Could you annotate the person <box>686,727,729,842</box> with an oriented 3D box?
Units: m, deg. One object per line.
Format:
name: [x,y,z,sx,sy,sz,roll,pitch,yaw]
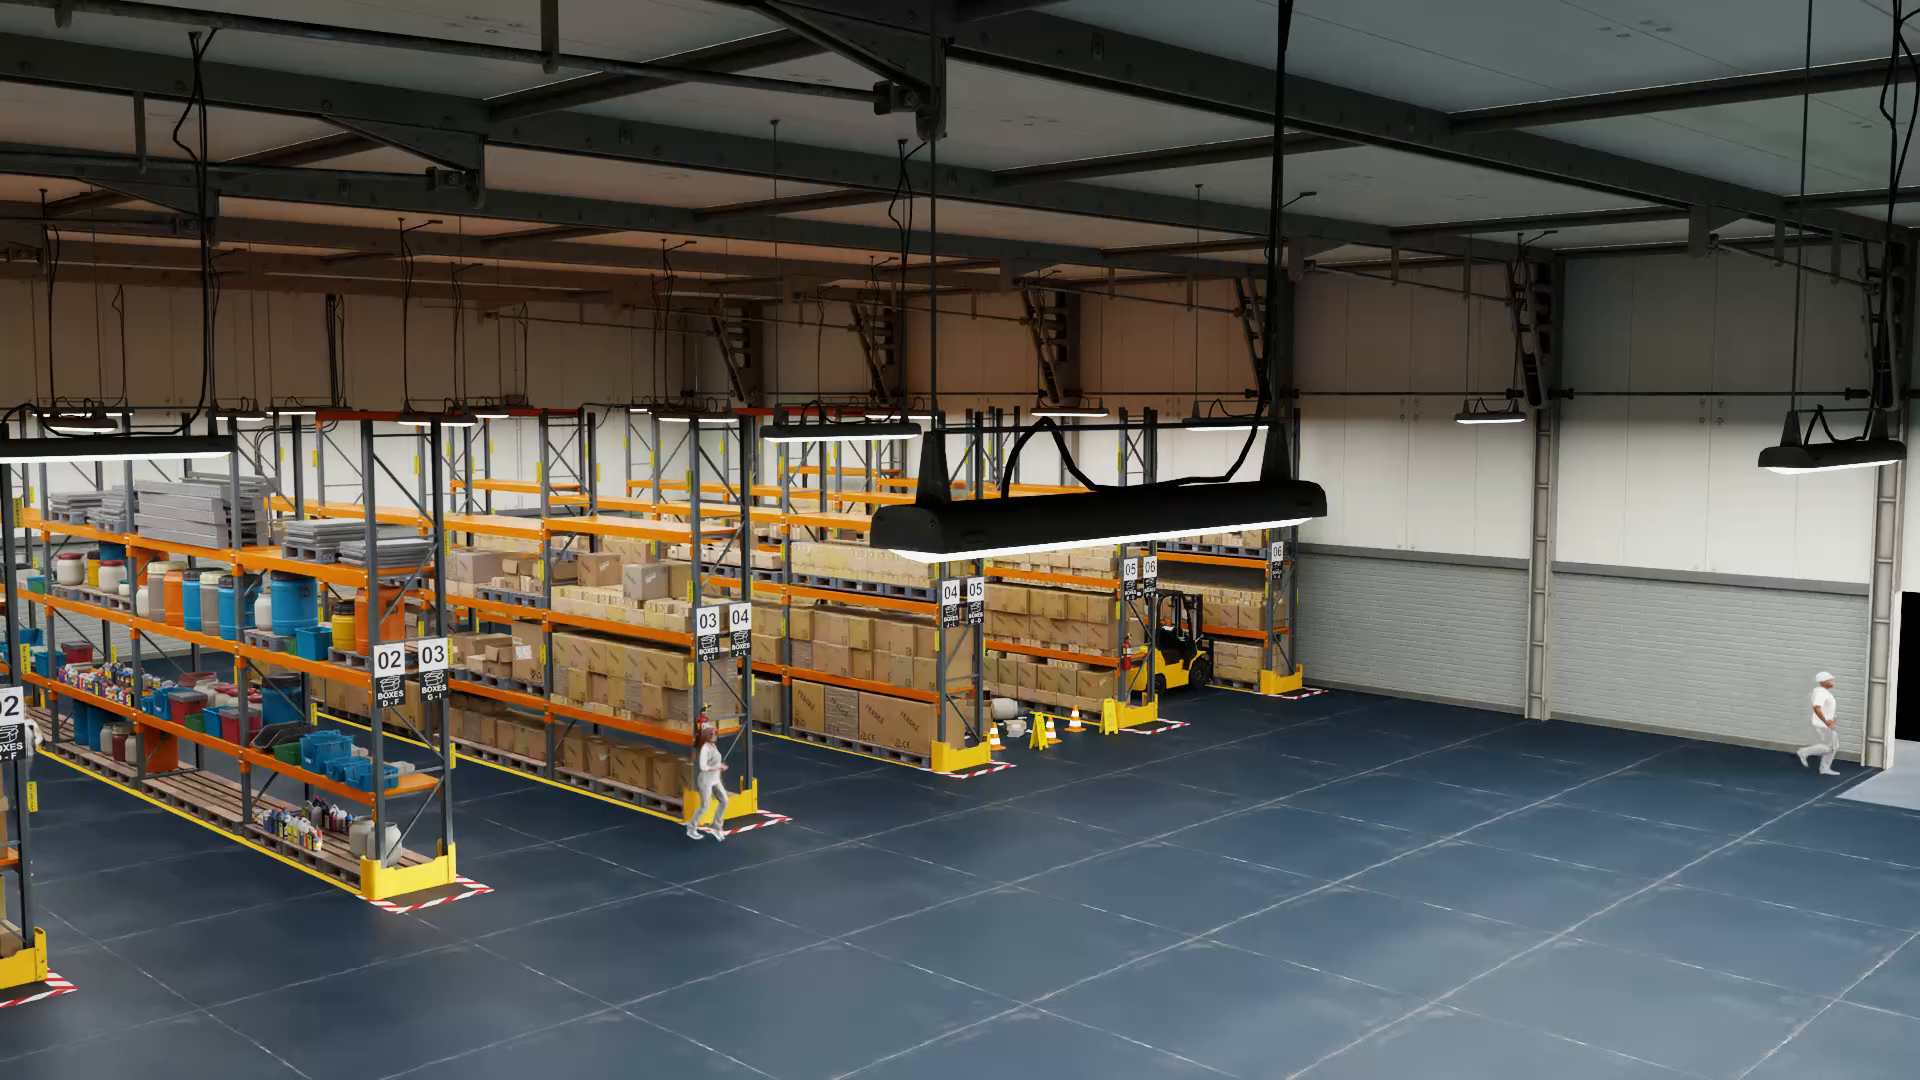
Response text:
person: [-3.541,3.460,23.485,0.632,1.639,0.536,1,5,15]

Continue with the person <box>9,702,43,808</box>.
person: [-14.104,3.280,24.994,0.783,1.714,0.572,3,6,31]

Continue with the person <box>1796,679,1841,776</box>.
person: [14.269,3.057,27.587,0.677,1.686,0.715,2,5,22]
